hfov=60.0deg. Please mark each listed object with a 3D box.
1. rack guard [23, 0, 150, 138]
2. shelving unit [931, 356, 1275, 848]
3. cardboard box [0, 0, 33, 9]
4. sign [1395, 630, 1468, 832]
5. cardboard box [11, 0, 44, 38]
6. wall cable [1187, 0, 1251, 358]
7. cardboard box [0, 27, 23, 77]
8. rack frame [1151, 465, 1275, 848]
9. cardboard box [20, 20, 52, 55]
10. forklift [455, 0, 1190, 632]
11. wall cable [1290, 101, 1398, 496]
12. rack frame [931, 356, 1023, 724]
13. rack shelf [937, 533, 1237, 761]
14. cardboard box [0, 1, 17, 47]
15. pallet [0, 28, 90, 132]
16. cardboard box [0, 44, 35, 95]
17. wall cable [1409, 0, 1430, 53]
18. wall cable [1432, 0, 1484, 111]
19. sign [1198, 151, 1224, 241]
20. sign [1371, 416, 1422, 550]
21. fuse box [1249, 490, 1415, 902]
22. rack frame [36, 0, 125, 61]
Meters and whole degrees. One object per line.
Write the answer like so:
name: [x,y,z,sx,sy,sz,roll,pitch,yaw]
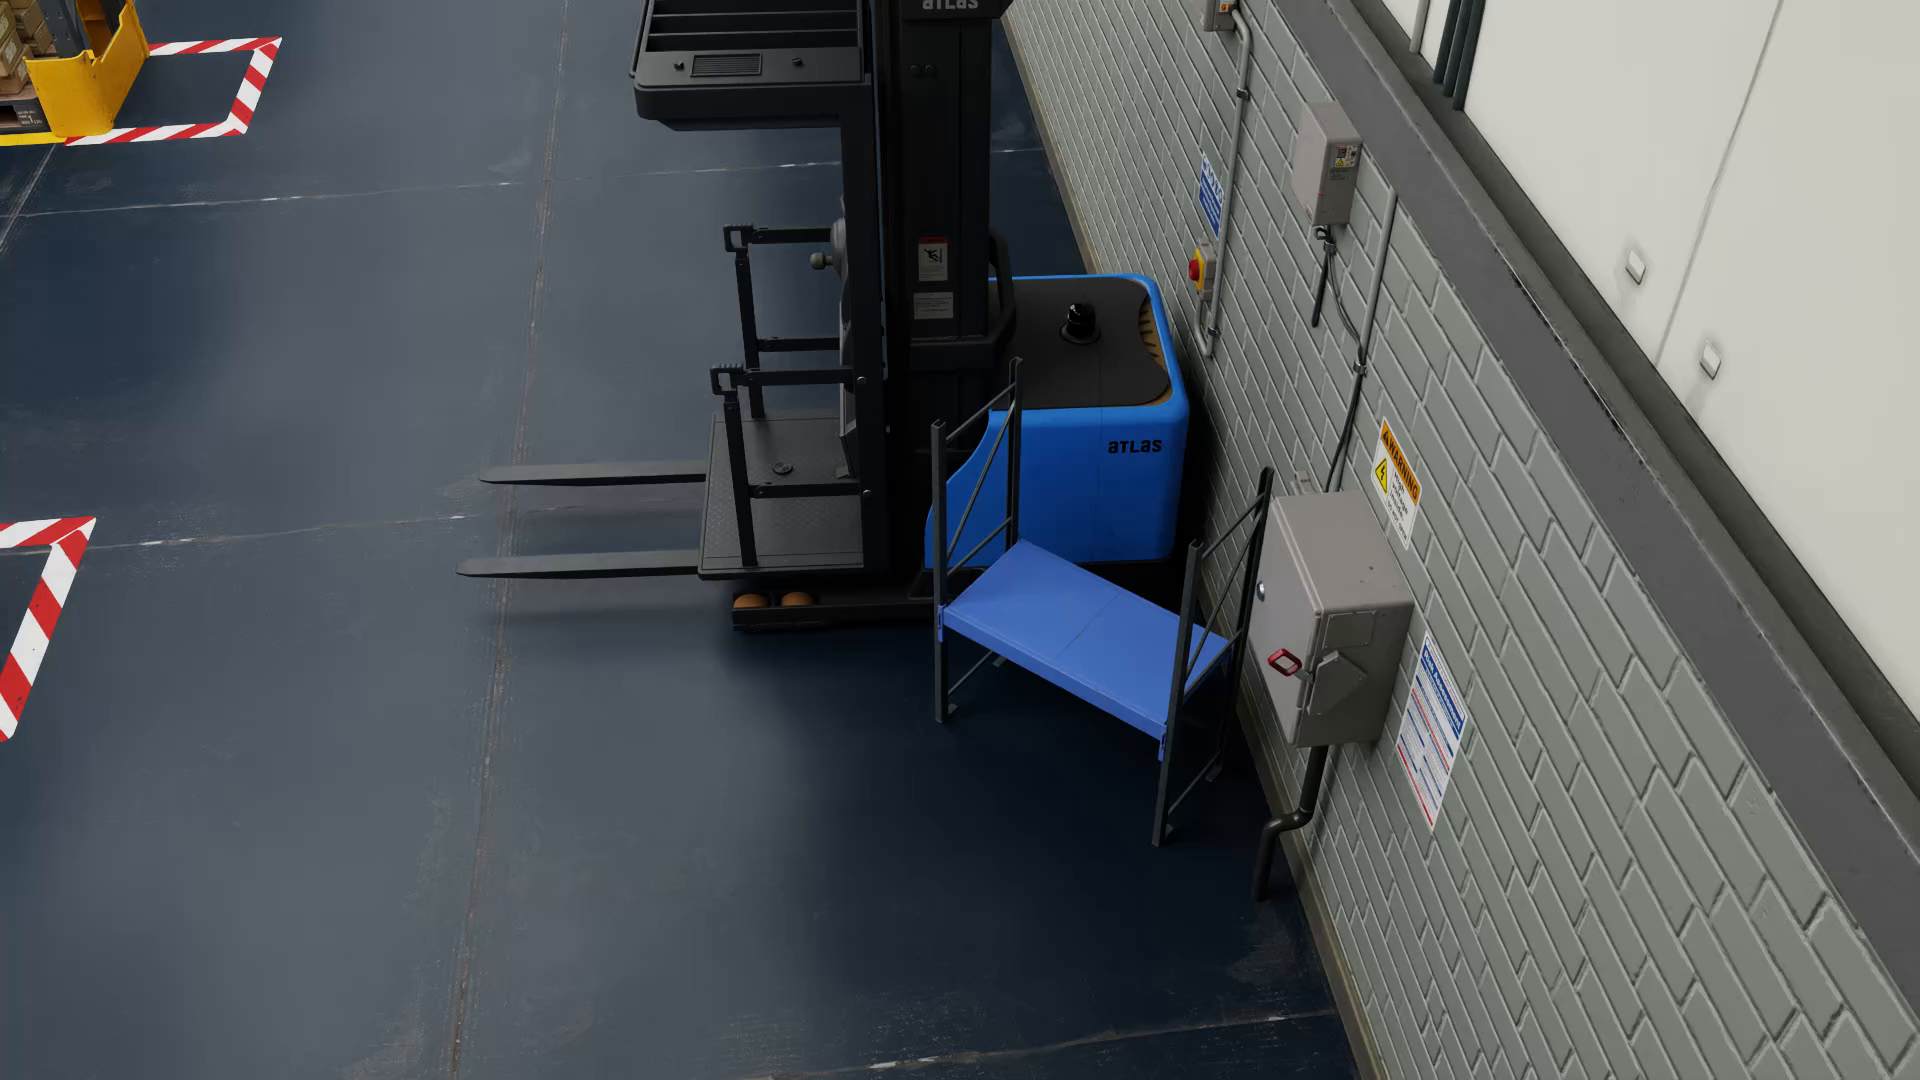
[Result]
rack guard: [-5.478,-3.050,10.470,0.348,0.500,1.175,-5,42,-6]
shelving unit: [0.471,0.244,6.071,1.048,1.500,0.538,27,48,27]
cardboard box: [-5.966,-3.484,10.454,0.250,0.149,0.380,-7,42,-7]
sign: [1.325,0.541,4.692,0.001,0.494,0.329,-5,42,-6]
cardboard box: [-5.955,-3.318,10.493,0.250,0.149,0.380,-3,42,-4]
wall cable: [0.928,-1.601,6.214,0.123,1.953,0.585,-5,42,-6]
cardboard box: [-5.889,-2.958,10.093,0.250,0.149,0.380,-6,42,-7]
rack frame: [0.877,0.449,5.844,0.032,1.500,0.500,27,48,27]
cardboard box: [-5.964,-3.250,10.639,0.250,0.149,0.380,-4,42,-5]
forklift: [-0.625,-1.065,6.453,3.031,2.935,1.130,-2,42,-2]
wall cable: [1.123,-0.648,5.181,0.122,1.984,0.588,-5,42,-6]
rack frame: [0.065,0.039,6.298,0.032,1.500,0.500,27,48,27]
rack shelf: [0.471,0.377,6.191,1.000,0.185,0.538,27,48,27]
cardboard box: [-5.895,-3.089,10.017,0.250,0.149,0.380,-5,42,-5]
pallet: [-6.288,-2.896,10.514,1.213,0.211,1.003,-5,42,-6]
cardboard box: [-5.897,-2.898,10.250,0.250,0.149,0.380,-4,42,-5]
wall cable: [1.038,-3.116,4.196,0.029,3.000,2.355,-5,42,-6]
wall cable: [1.362,-1.276,2.129,0.133,3.039,2.988,-5,42,-6]
sign: [0.982,-1.349,6.516,0.001,0.218,0.327,-5,42,-6]
sign: [1.253,-0.165,4.788,0.001,0.242,0.339,-5,42,-6]
fuse box: [1.055,0.674,5.436,0.414,1.711,0.539,-5,42,-6]
rack frame: [-5.402,-3.985,9.640,0.127,3.000,1.000,-5,42,-6]
